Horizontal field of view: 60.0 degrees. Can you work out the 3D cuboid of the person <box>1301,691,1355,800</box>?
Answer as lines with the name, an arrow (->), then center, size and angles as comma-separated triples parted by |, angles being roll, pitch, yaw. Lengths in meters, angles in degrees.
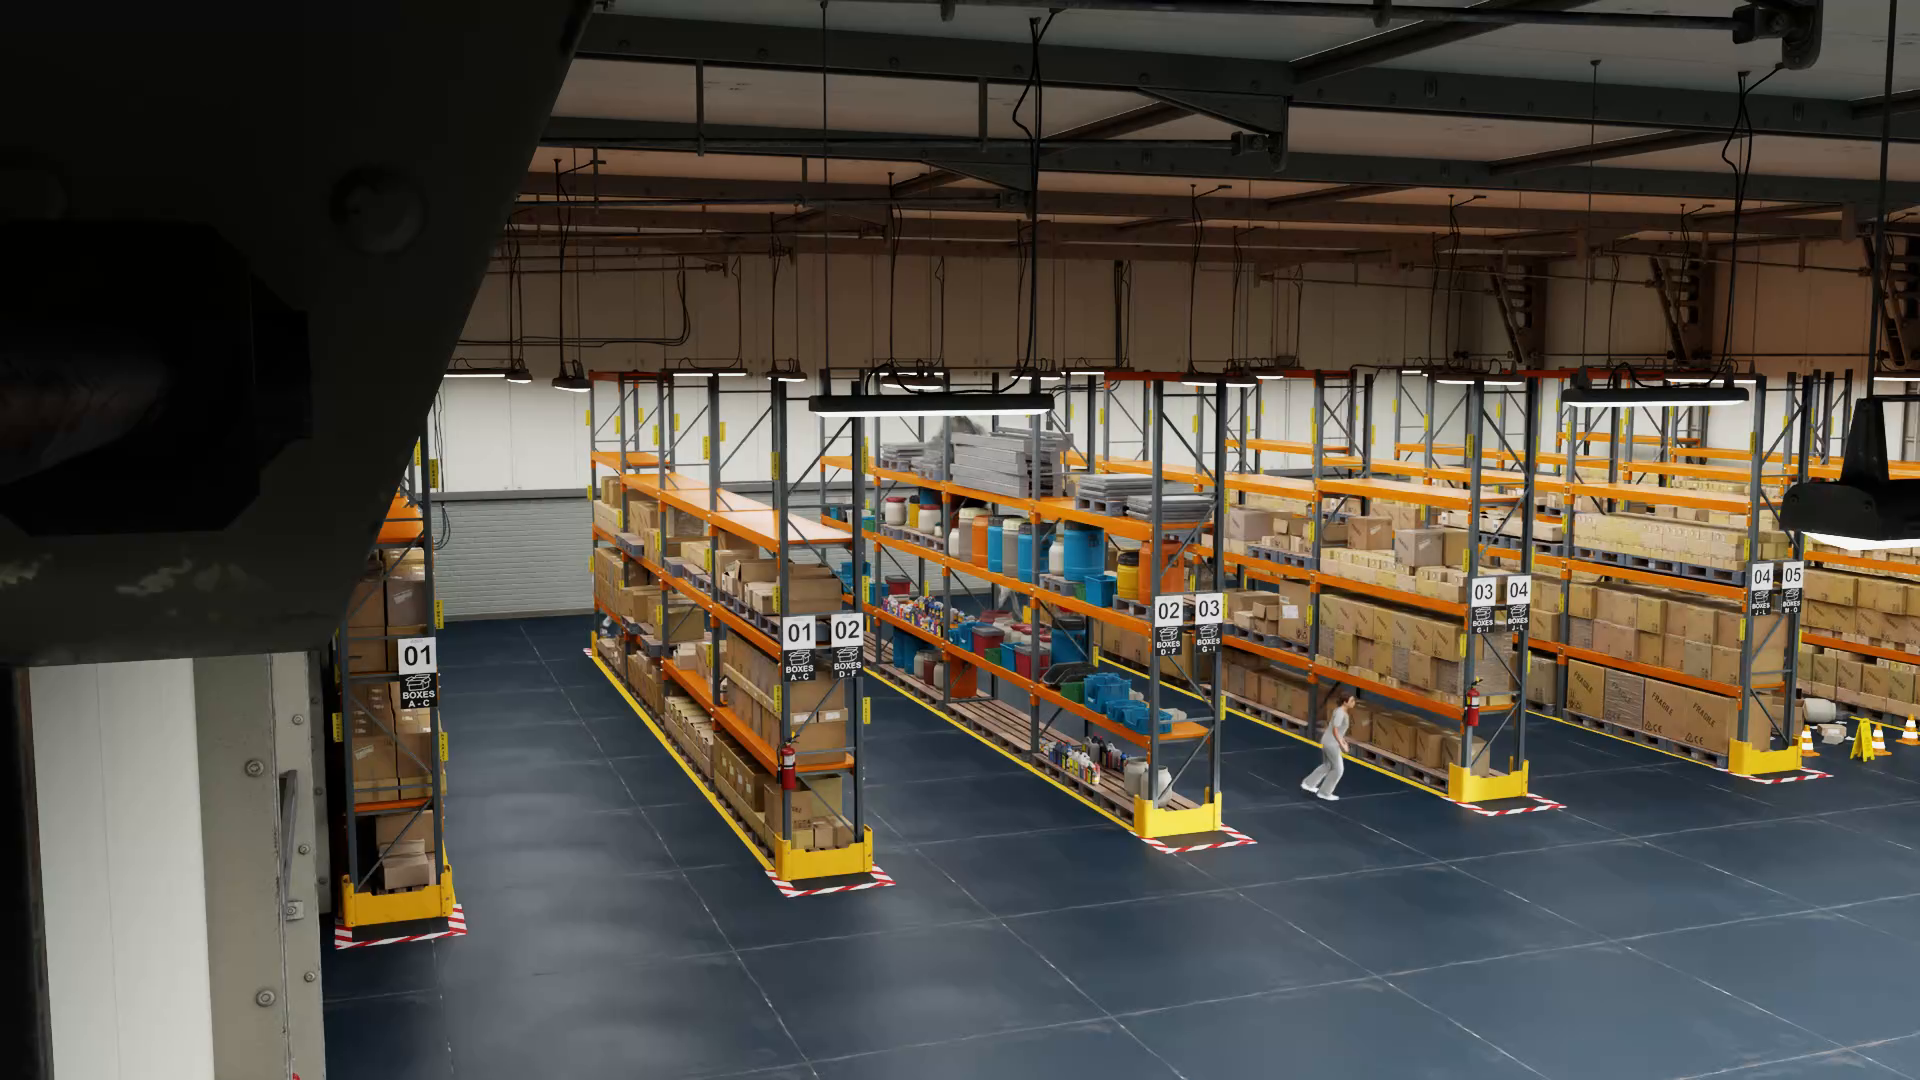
person -> 5.223, 2.915, 23.623 | 0.739, 1.608, 0.569 | 2, 7, 14

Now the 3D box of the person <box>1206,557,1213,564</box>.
person -> 6.514, 0.727, 42.336 | 0.642, 1.735, 0.939 | 4, 7, 30

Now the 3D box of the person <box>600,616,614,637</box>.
person -> -7.637, 1.329, 36.953 | 0.820, 1.821, 0.665 | 1, 6, 9

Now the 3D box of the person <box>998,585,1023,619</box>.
person -> 1.187, 1.104, 39.258 | 1.018, 1.598, 0.648 | -2, 7, -17

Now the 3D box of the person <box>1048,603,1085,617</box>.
person -> 2.190, 1.565, 33.655 | 0.658, 1.703, 0.799 | -1, 7, -12
